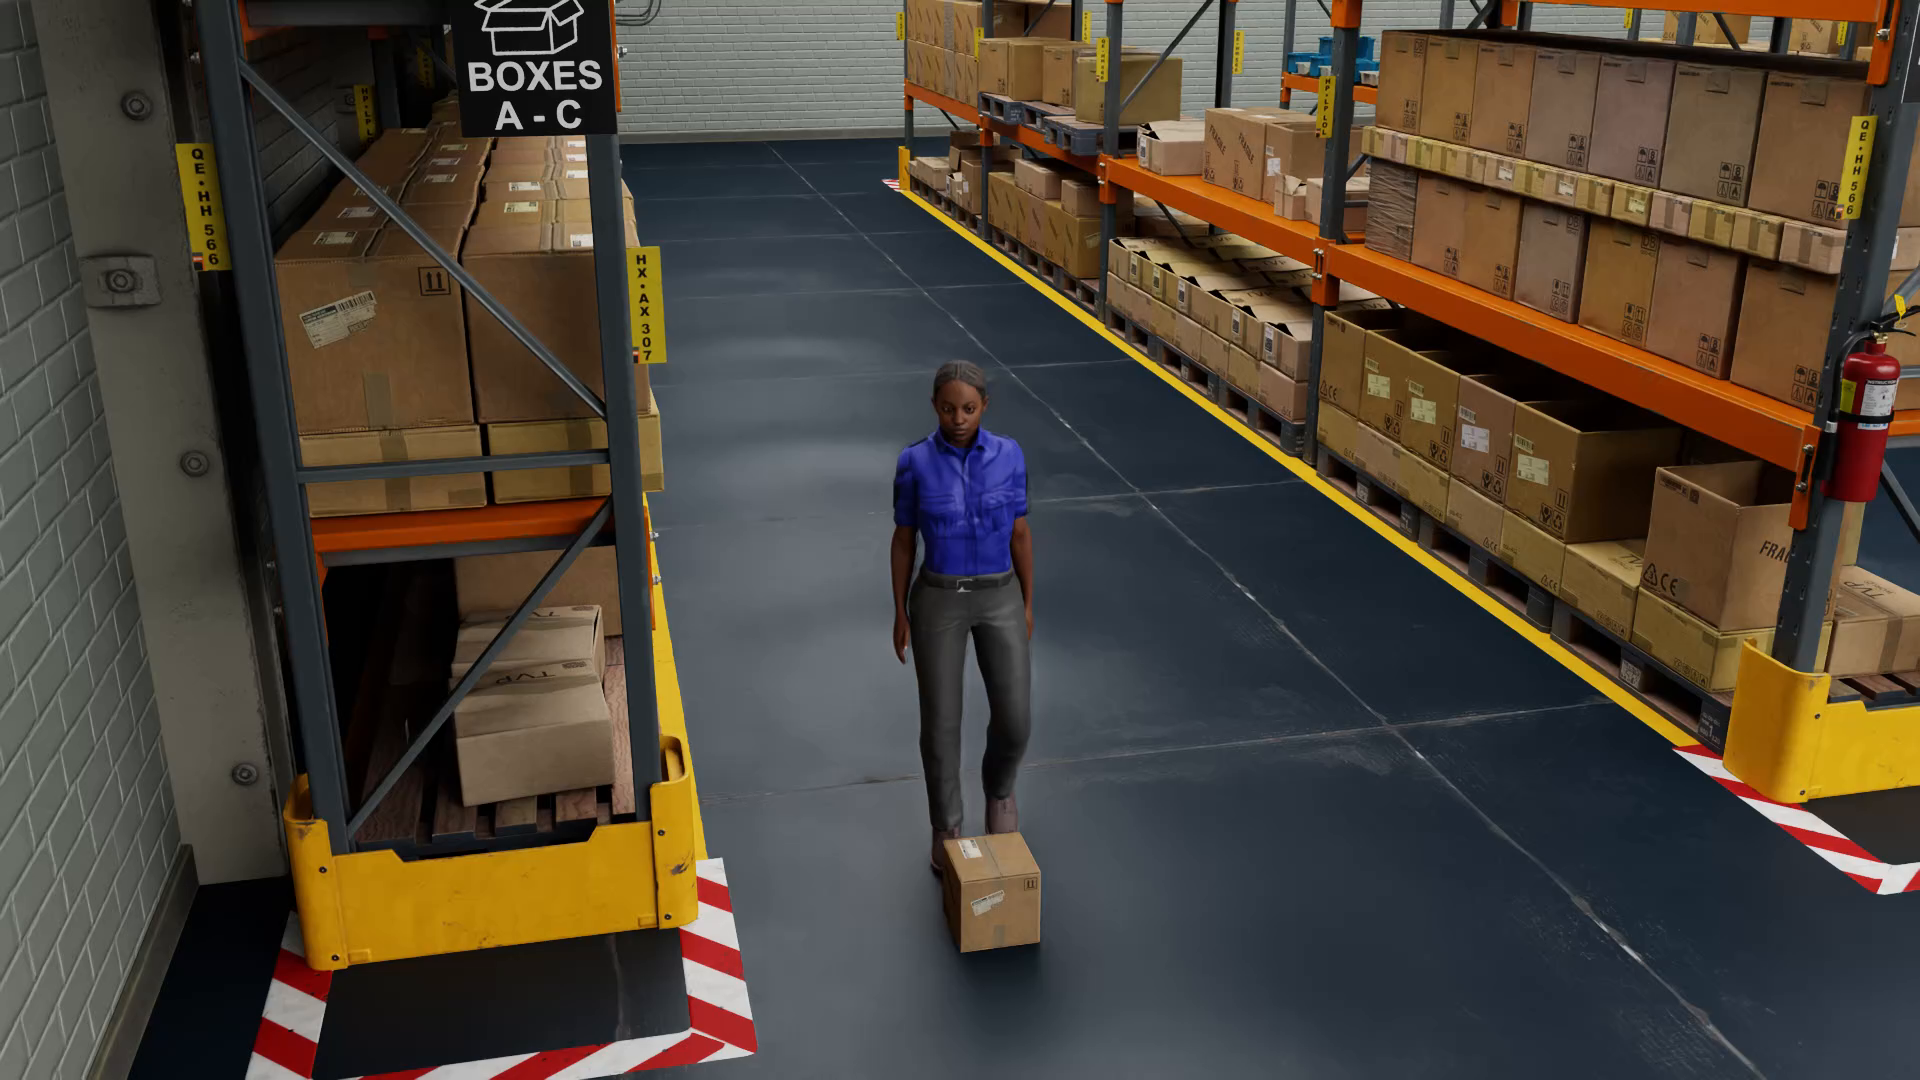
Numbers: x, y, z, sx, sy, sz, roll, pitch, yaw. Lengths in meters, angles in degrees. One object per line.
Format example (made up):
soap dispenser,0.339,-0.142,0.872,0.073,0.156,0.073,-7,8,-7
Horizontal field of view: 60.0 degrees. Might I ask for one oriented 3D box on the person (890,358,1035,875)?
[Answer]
person,0.018,0.257,5.352,0.471,1.695,0.466,-2,20,-5
